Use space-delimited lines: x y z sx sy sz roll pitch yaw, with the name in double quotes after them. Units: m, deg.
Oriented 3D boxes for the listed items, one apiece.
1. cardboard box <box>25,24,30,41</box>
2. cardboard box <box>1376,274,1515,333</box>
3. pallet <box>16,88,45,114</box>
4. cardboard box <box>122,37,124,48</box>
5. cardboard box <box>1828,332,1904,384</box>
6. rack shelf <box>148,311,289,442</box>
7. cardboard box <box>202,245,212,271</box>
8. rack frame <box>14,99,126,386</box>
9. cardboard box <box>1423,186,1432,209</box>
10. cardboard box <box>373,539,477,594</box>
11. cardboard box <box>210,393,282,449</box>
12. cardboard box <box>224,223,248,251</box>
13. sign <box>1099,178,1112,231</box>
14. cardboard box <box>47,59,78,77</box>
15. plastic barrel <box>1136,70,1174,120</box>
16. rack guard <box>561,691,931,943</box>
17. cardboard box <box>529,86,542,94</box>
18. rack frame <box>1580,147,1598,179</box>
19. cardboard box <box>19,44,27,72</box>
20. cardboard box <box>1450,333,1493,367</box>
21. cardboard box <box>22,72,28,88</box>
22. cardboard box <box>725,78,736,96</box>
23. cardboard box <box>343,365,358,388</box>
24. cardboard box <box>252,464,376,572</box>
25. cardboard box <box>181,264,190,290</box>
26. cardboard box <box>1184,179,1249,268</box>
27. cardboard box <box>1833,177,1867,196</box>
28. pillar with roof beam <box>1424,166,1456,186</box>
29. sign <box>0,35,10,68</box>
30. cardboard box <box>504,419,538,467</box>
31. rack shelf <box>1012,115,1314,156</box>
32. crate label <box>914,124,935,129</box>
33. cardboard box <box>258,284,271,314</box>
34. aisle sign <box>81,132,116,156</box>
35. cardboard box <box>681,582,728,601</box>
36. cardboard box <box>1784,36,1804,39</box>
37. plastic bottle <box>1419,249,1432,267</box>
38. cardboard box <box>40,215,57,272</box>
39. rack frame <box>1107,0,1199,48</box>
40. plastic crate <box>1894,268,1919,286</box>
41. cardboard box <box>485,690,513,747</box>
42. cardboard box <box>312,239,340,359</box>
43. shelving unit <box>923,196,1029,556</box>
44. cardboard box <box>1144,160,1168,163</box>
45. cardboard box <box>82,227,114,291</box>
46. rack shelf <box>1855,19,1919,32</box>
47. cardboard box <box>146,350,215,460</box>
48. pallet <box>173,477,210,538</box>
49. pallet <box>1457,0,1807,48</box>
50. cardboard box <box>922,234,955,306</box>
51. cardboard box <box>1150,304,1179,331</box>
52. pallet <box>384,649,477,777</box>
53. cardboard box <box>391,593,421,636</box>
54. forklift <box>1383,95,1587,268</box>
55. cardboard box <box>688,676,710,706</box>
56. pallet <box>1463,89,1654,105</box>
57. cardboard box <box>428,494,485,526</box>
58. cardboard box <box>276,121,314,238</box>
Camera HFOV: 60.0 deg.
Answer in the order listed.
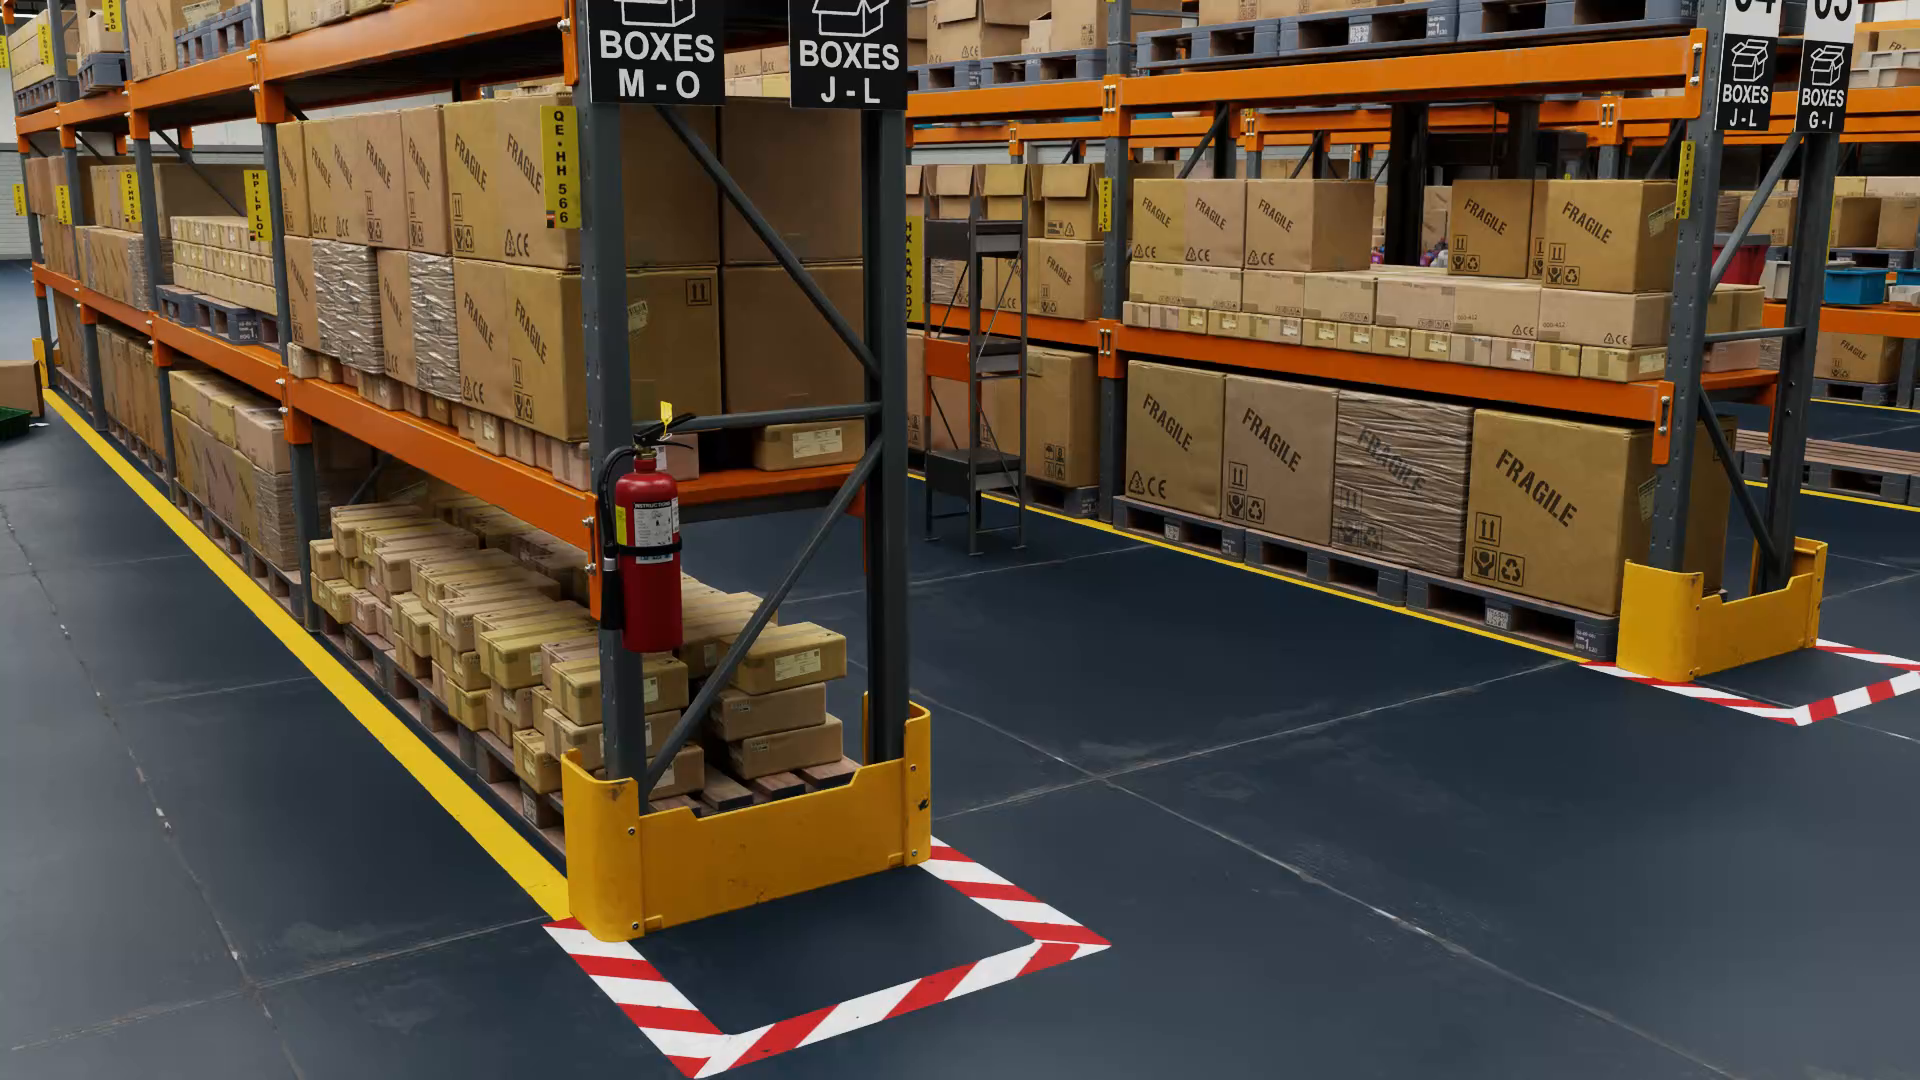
-8.570 -4.773 15.649 0.380 0.149 0.250 -8 15 -32 "cardboard box"
2.521 -1.232 8.629 0.500 0.250 0.500 -9 15 -35 "cardboard box"
-9.057 -4.492 17.068 1.003 0.211 1.213 -8 15 -33 "pallet"
-5.559 -3.464 11.488 0.380 0.166 0.250 -8 15 -33 "cardboard box"
9.094 -1.855 16.645 0.500 0.500 0.500 -8 15 -33 "cardboard box"
-3.936 -1.071 9.921 1.077 0.370 4.000 -8 15 -33 "rack shelf"
-4.363 -1.712 10.077 0.380 0.149 0.250 -8 15 -33 "cardboard box"
-9.476 -3.201 17.977 1.000 3.000 0.127 -8 15 -33 "rack frame"
7.640 -5.529 27.174 0.500 0.500 0.500 -9 15 -35 "cardboard box"
-2.288 0.110 7.136 0.380 0.149 0.250 -8 15 -32 "cardboard box"
-4.029 -0.705 9.676 0.500 0.250 0.500 -9 15 -35 "cardboard box"
-3.934 -1.720 9.418 0.380 0.149 0.250 -9 15 -35 "cardboard box"
0.911 -2.097 10.403 0.100 0.325 0.005 -8 15 -33 "sign"
-7.728 -4.113 14.498 0.380 0.149 0.250 -8 15 -33 "cardboard box"
2.235 -5.058 18.273 0.600 0.901 0.708 -8 15 -33 "plastic barrel"
-0.654 0.852 5.294 1.175 0.500 0.348 -8 15 -33 "rack guard"
-4.639 -5.045 18.807 0.380 0.149 0.250 -9 15 -35 "cardboard box"
9.296 -4.817 25.370 1.000 3.000 0.127 -8 15 -33 "rack frame"
-8.860 -4.696 16.232 0.500 0.250 0.500 -8 15 -33 "cardboard box"
2.680 -0.961 8.325 0.380 0.149 0.250 -8 15 -32 "cardboard box"
-8.994 -4.519 16.354 0.380 0.149 0.250 -8 15 -33 "cardboard box"
-1.888 -3.971 14.829 0.500 0.250 0.500 -8 14 -31 "cardboard box"
-2.547 -0.776 7.479 0.380 0.149 0.250 -9 15 -35 "cardboard box"
-3.447 -0.152 8.906 0.500 0.500 0.500 -8 15 -34 "cardboard box"
-4.816 -1.709 10.762 0.380 0.149 0.250 -7 14 -30 "cardboard box"
1.676 -1.870 9.792 0.500 0.500 0.500 -8 15 -33 "cardboard box"
11.565 -4.560 21.460 0.500 0.250 0.500 -8 14 -31 "cardboard box"
4.604 -7.928 25.550 9.100 9.000 0.400 -8 15 -33 "pillar with roof beam"
-9.942 -5.067 17.259 0.100 0.325 0.005 -8 15 -33 "sign"
-1.285 -0.349 5.522 0.380 0.149 0.250 -8 15 -33 "cardboard box"
2.156 -4.403 18.137 1.077 0.370 4.000 -8 15 -33 "rack shelf"
-0.406 -5.377 21.255 0.502 0.251 0.408 -8 15 -33 "crate label"
-3.493 -1.287 8.830 0.380 0.149 0.250 -8 15 -33 "cardboard box"
-9.266 -4.519 17.919 0.394 0.787 0.004 -8 15 -33 "aisle sign"
-1.111 0.279 6.361 0.380 0.149 0.250 -9 15 -36 "cardboard box"
8.647 -4.911 17.325 0.600 0.600 0.600 -9 15 -35 "cardboard box"
4.142 -2.452 14.828 0.061 0.283 0.133 -8 15 -33 "plastic bottle"
-8.704 -3.004 16.725 0.875 0.550 0.550 -8 15 -33 "cardboard box"
1.357 -4.566 10.179 1.000 3.000 0.127 -8 15 -33 "rack frame"
6.938 -1.829 11.953 0.416 0.233 0.300 -8 15 -33 "plastic crate"
-1.526 0.630 6.149 0.380 0.149 0.250 -8 15 -32 "cardboard box"
-2.483 -1.056 7.238 0.500 0.500 0.500 -8 15 -33 "cardboard box"
0.092 -0.996 10.003 0.431 2.100 0.503 -8 15 -33 "shelving unit"
3.235 -5.530 25.359 0.700 0.500 0.500 -8 15 -33 "cardboard box"
-6.912 -2.323 13.730 0.500 0.500 0.500 -8 15 -32 "cardboard box"
12.620 -6.134 19.969 1.077 0.370 4.000 -8 15 -33 "rack shelf"
-5.306 -1.003 12.210 1.050 0.750 0.750 -8 15 -34 "cardboard box"
-4.612 -0.277 11.133 1.003 0.211 1.213 -8 15 -33 "pallet"
3.154 -2.477 7.854 1.003 0.211 1.213 -8 15 -33 "pallet"
0.034 -2.006 12.280 0.500 0.500 0.500 -8 15 -33 "cardboard box"
1.390 -1.374 10.213 0.380 0.149 0.250 -9 15 -35 "cardboard box"
-1.746 0.628 6.996 1.003 0.211 1.213 -8 15 -33 "pallet"
-2.146 0.304 6.945 0.380 0.149 0.250 -8 15 -33 "cardboard box"
3.492 -1.691 11.233 1.130 2.935 3.031 8 15 32 "forklift"
-0.793 0.508 6.011 0.380 0.149 0.250 -8 15 -33 "cardboard box"
4.965 -3.723 13.786 1.213 0.211 1.003 -8 15 -33 "pallet"
-2.414 -0.137 8.266 0.380 0.149 0.250 -8 14 -31 "cardboard box"
-2.781 -1.640 7.570 0.500 0.500 0.500 -8 14 -31 "cardboard box"
